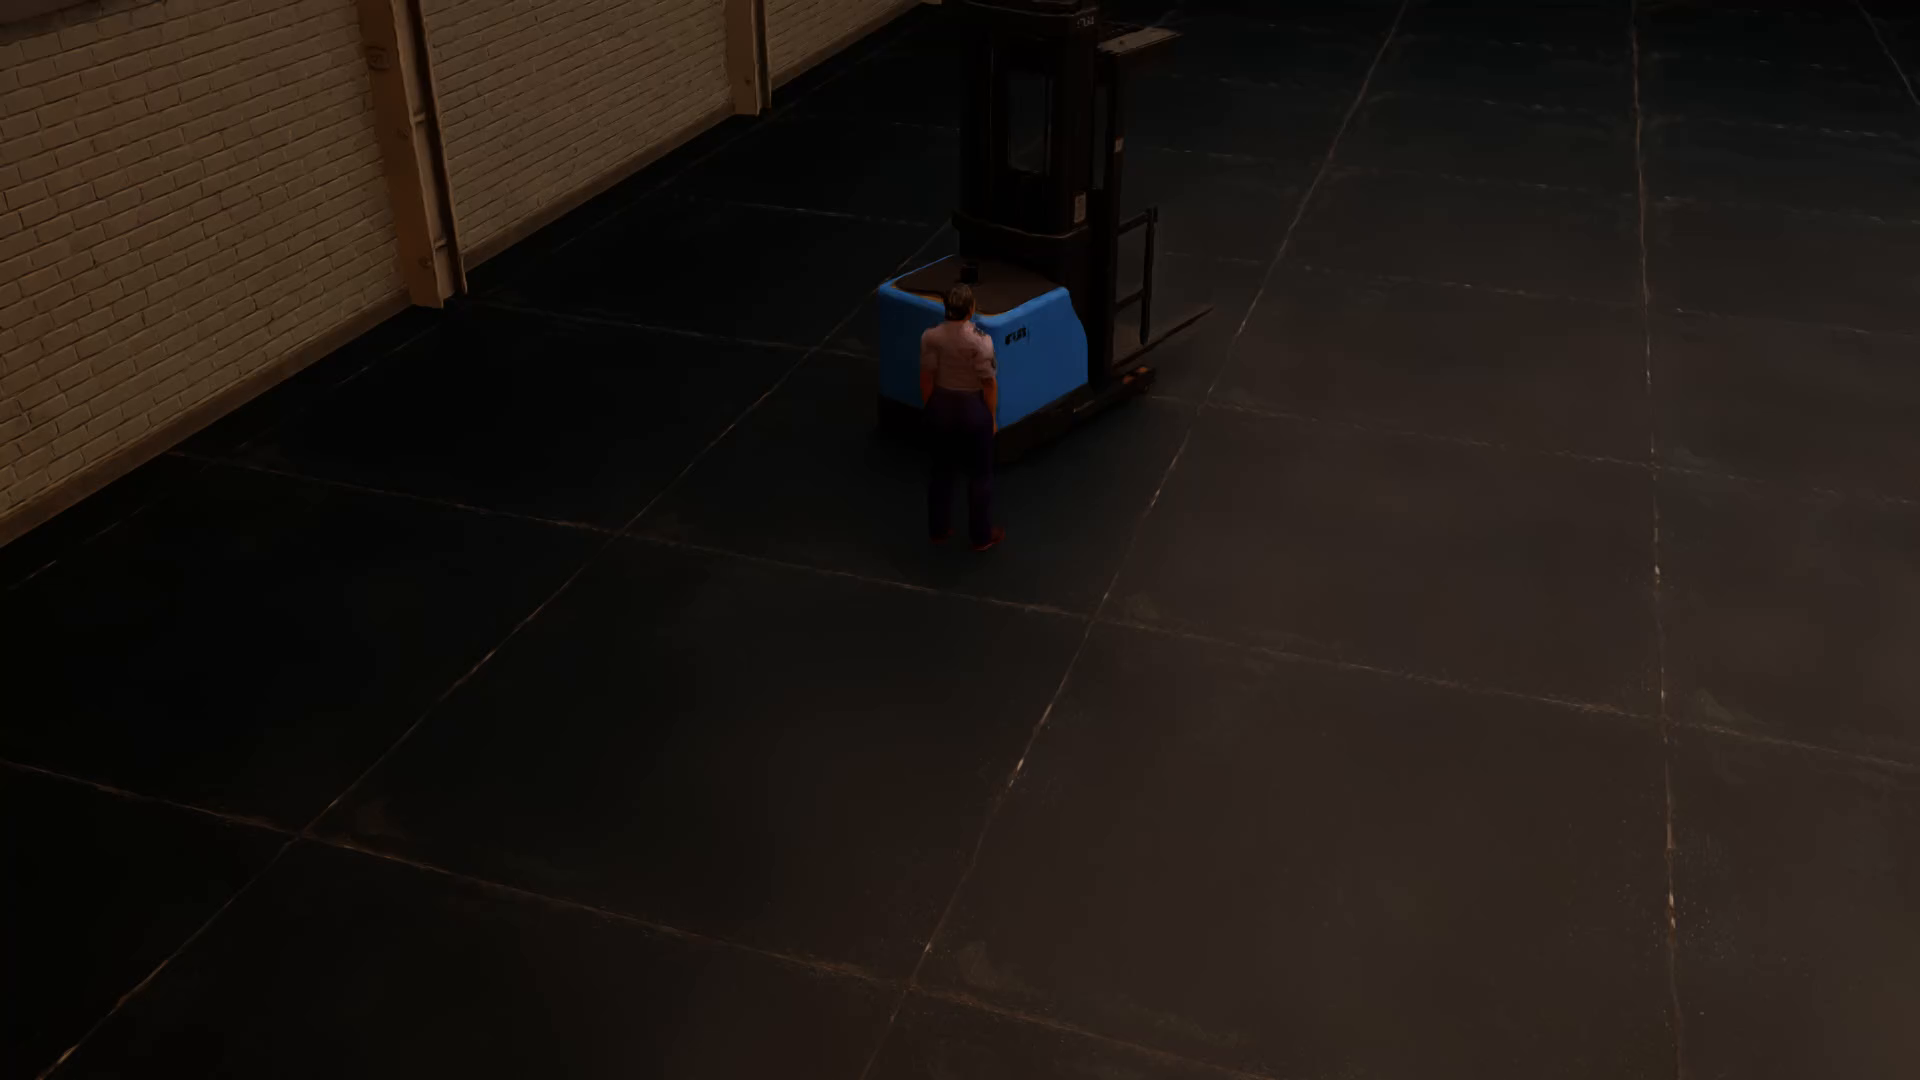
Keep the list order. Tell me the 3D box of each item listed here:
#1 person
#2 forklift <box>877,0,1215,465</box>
[{"bbox_3d":[0.012,-0.720,9.700,0.480,1.653,0.349,10,31,16],"label":"person"},{"bbox_3d":[0.759,-2.420,11.382,1.130,2.935,3.031,22,36,33],"label":"forklift"}]
